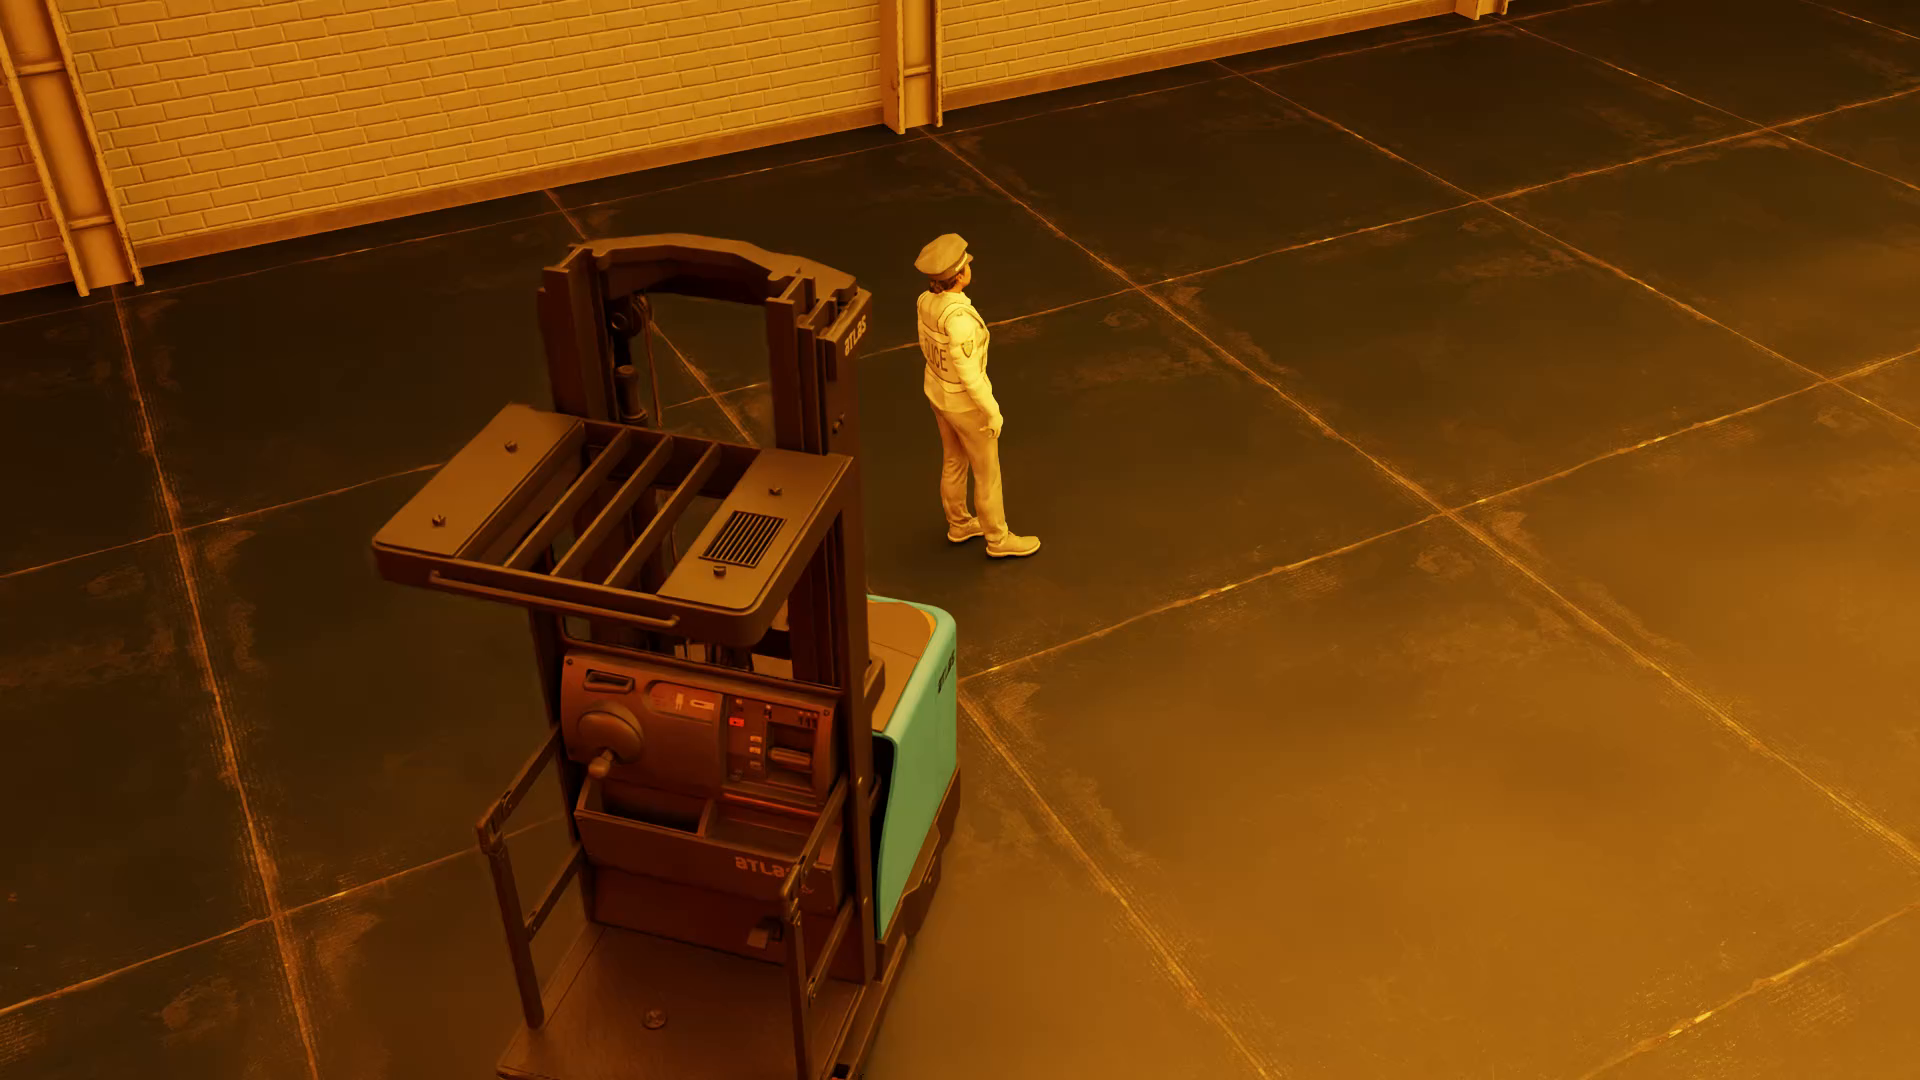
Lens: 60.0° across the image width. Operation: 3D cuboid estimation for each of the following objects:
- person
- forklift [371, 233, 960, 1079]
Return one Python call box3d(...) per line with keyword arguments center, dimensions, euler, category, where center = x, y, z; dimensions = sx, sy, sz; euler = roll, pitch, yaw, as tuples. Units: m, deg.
box3d(center=(0.064, -0.713, 8.191), dimensions=(0.529, 1.694, 0.587), euler=(-17, 39, -23), category="person")
box3d(center=(-0.904, 0.684, 5.155), dimensions=(1.130, 2.935, 3.031), euler=(10, 36, 13), category="forklift")
